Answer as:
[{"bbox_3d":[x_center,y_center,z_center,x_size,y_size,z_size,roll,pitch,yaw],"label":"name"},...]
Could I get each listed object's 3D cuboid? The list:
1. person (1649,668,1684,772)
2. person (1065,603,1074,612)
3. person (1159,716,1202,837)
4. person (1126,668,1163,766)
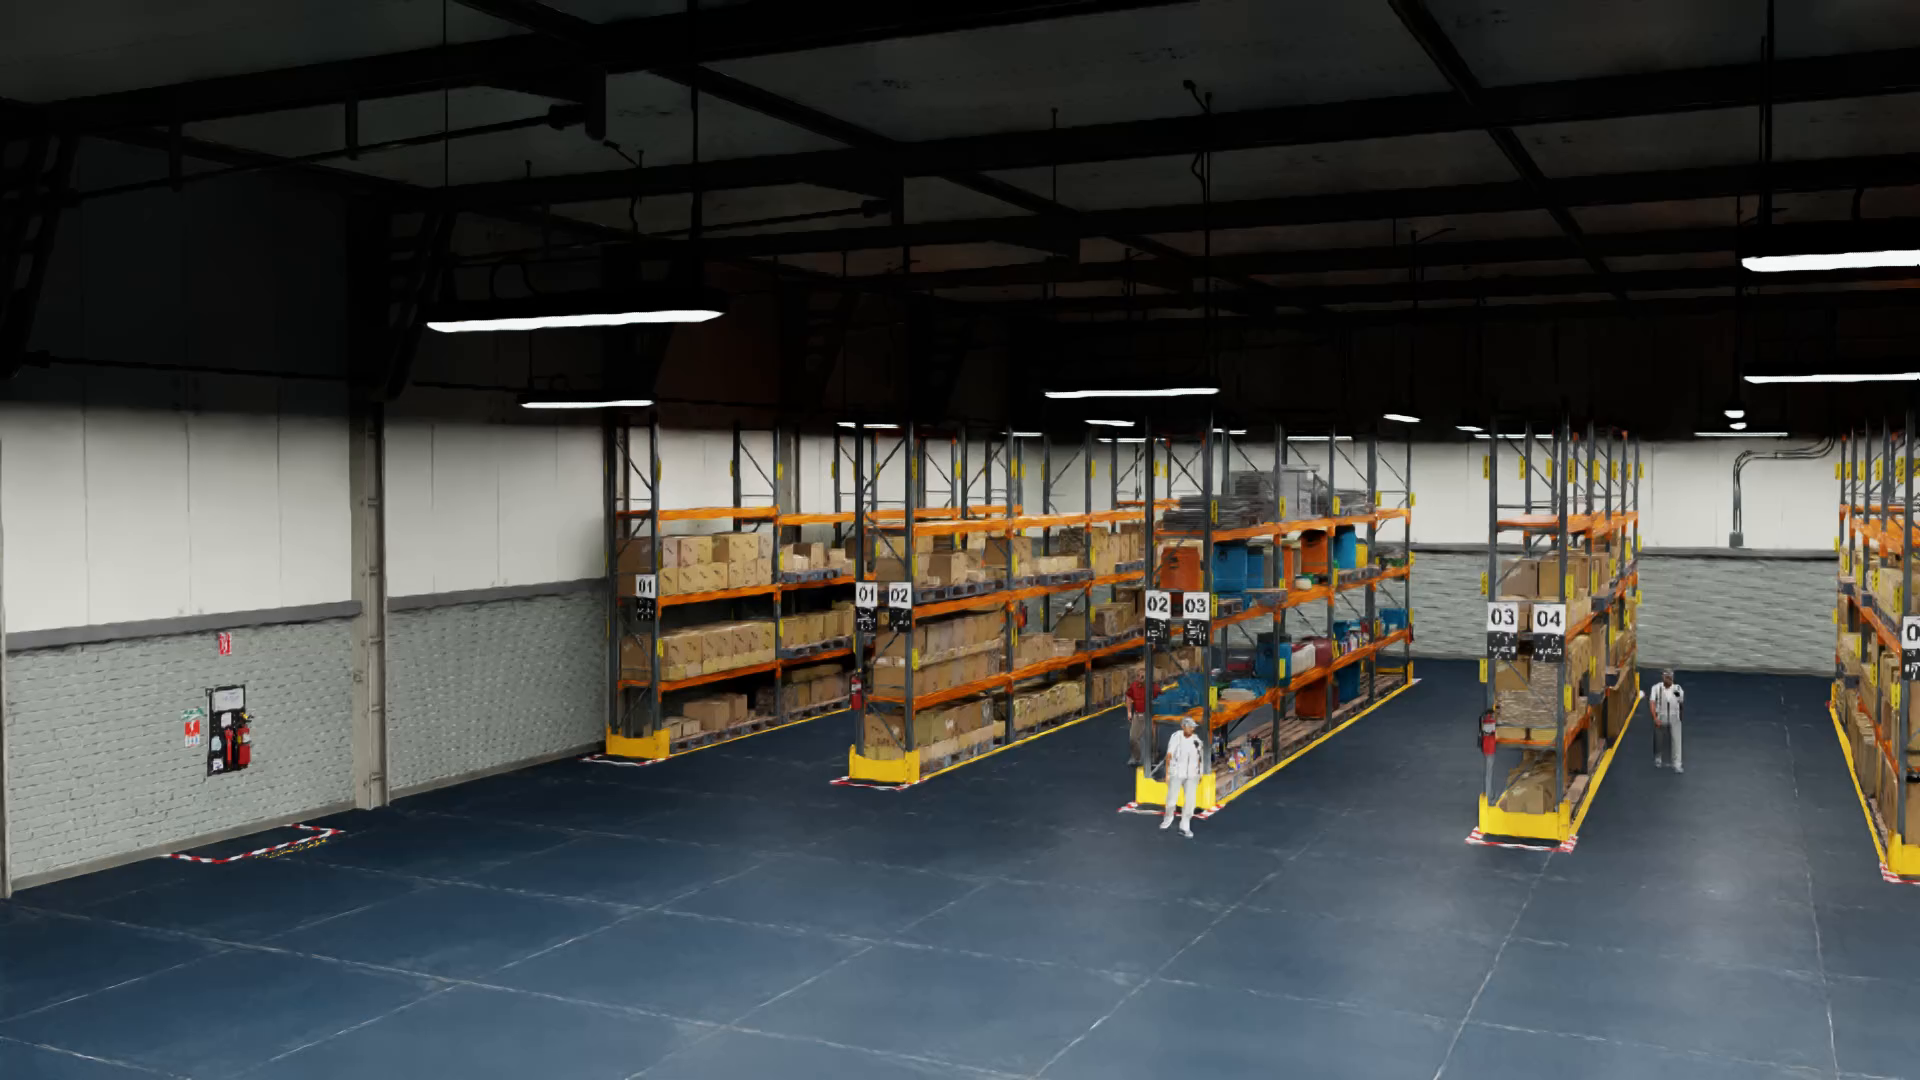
[{"bbox_3d":[11.753,2.967,27.669,0.536,1.707,1.036,1,3,17],"label":"person"},{"bbox_3d":[2.746,2.410,41.075,0.577,1.733,1.043,1,3,24],"label":"person"},{"bbox_3d":[3.030,3.220,22.839,0.546,1.650,0.591,0,2,-11],"label":"person"},{"bbox_3d":[3.119,2.986,28.105,0.682,1.676,0.535,1,3,24],"label":"person"}]
